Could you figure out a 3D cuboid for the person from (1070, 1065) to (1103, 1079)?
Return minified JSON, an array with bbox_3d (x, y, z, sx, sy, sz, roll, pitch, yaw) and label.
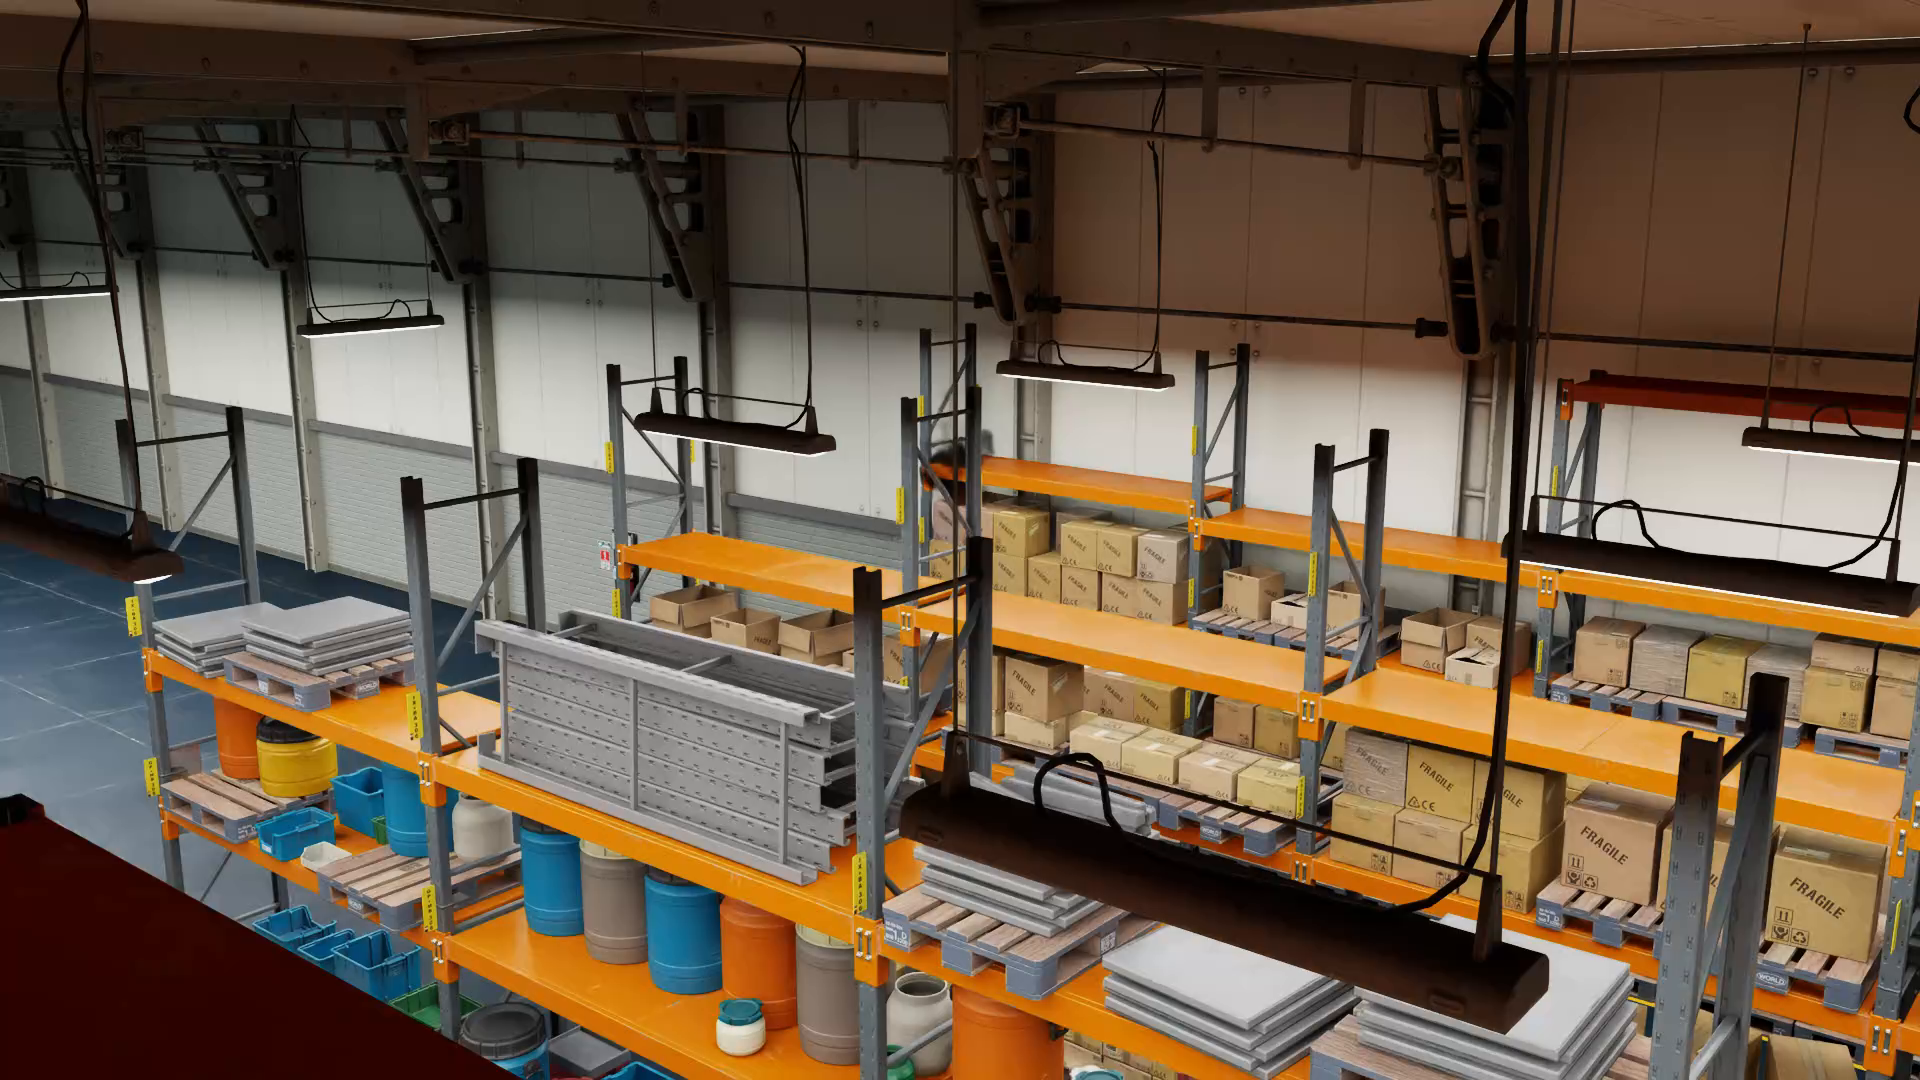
[{"bbox_3d":[0.963,4.578,11.916,0.916,1.789,0.679,7,14,27],"label":"person"}]
